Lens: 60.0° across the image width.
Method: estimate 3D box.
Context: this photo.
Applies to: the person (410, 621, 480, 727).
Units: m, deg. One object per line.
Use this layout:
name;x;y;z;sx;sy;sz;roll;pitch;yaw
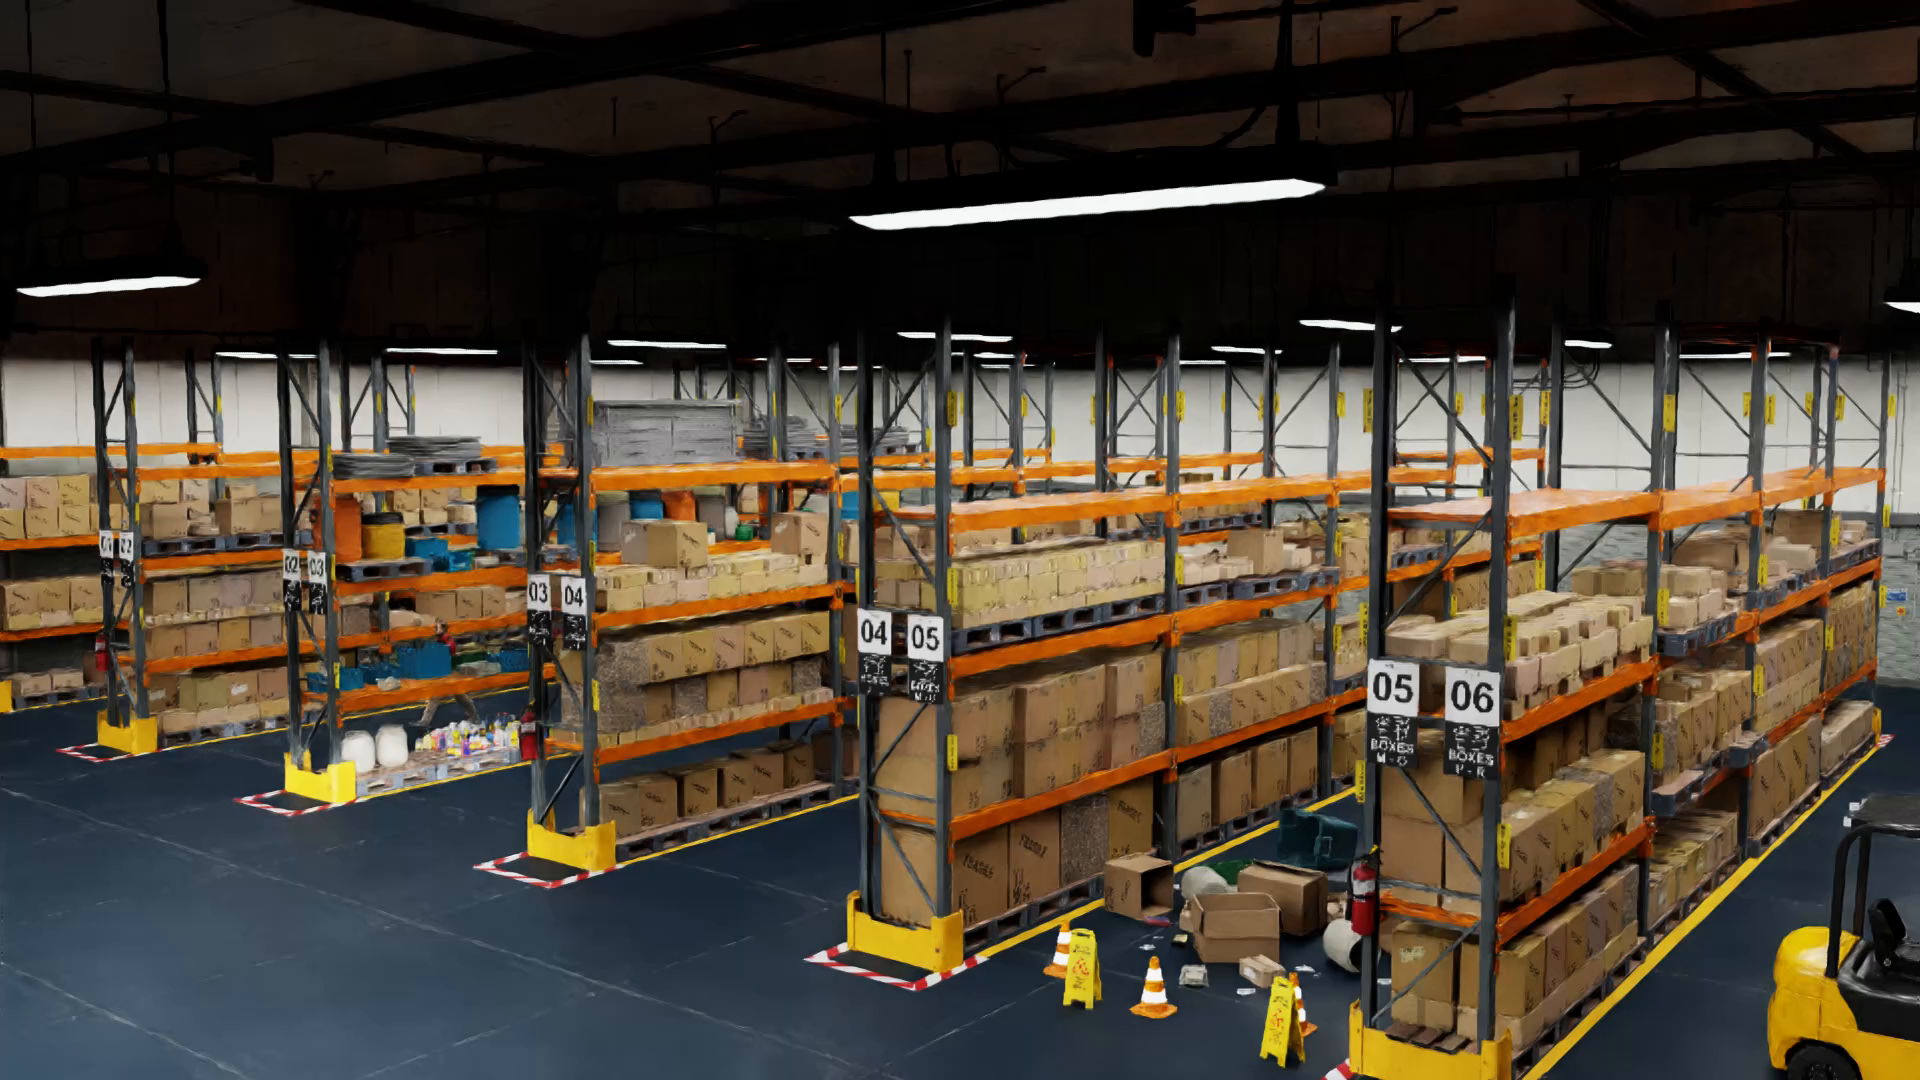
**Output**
person;-7.988;2.078;25.792;1.040;1.658;0.533;-5;7;-43
